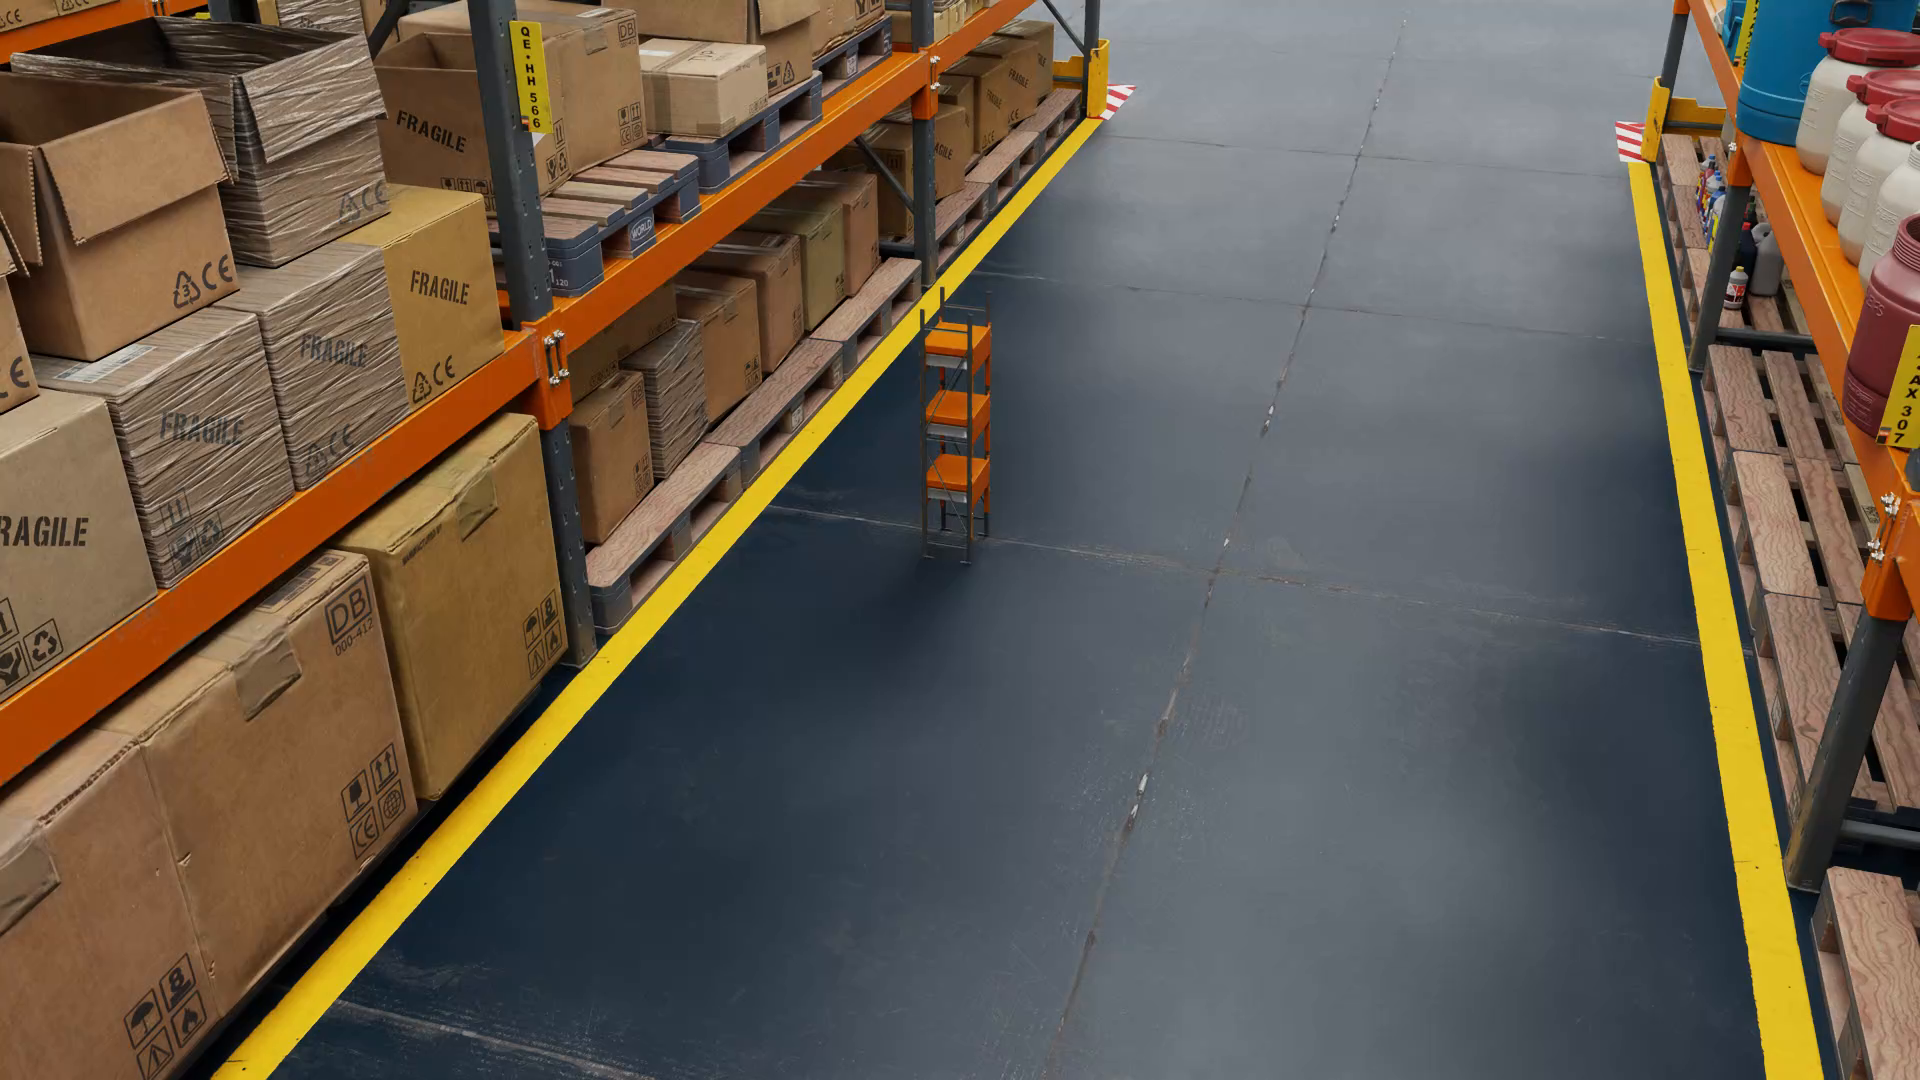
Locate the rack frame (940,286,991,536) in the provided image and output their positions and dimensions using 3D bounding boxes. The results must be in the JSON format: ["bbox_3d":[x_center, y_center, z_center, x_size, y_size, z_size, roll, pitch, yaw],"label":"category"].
[{"bbox_3d":[0.020,-0.491,6.552,0.200,1.050,0.008,8,30,15],"label":"rack frame"}]

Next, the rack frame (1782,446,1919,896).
[{"bbox_3d":[2.931,-0.237,4.090,1.000,3.000,0.127,8,30,15],"label":"rack frame"}]

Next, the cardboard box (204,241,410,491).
[{"bbox_3d":[-1.864,-0.492,4.445,0.500,0.500,0.500,8,30,14],"label":"cardboard box"}]

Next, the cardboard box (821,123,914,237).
[{"bbox_3d":[-0.474,-2.074,9.532,0.500,0.500,0.500,8,30,13],"label":"cardboard box"}]

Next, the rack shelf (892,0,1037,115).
[{"bbox_3d":[-0.043,-3.417,10.548,1.077,0.370,4.000,8,30,15],"label":"rack shelf"}]

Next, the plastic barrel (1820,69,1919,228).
[{"bbox_3d":[3.399,-1.401,6.043,0.433,0.535,0.433,0,29,0],"label":"plastic barrel"}]

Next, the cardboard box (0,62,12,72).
[{"bbox_3d":[-5.438,-2.456,9.962,1.050,0.750,0.750,8,30,15],"label":"cardboard box"}]

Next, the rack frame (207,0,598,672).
[{"bbox_3d":[-1.804,-0.944,5.361,1.000,3.000,0.127,8,30,15],"label":"rack frame"}]

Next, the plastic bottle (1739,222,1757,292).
[{"bbox_3d":[4.018,-1.471,8.581,0.144,0.351,0.185,8,30,14],"label":"plastic bottle"}]

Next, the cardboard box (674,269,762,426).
[{"bbox_3d":[-1.316,-0.882,7.368,0.700,0.500,0.500,11,31,19],"label":"cardboard box"}]

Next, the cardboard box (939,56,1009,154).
[{"bbox_3d":[0.000,-2.894,11.006,0.500,0.500,0.500,11,31,20],"label":"cardboard box"}]

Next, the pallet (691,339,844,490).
[{"bbox_3d":[-1.213,-0.653,7.707,1.003,0.211,1.213,8,30,15],"label":"pallet"}]

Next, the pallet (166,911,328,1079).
[{"bbox_3d":[-2.468,1.196,4.383,1.003,0.211,1.213,8,30,15],"label":"pallet"}]

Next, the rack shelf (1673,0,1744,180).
[{"bbox_3d":[4.692,-2.711,9.277,1.077,0.370,4.000,8,30,15],"label":"rack shelf"}]

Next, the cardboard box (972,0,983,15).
[{"bbox_3d":[-0.082,-3.102,9.498,0.380,0.149,0.250,8,30,15],"label":"cardboard box"}]

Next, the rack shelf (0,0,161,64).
[{"bbox_3d":[-5.929,-2.313,8.563,1.077,0.370,4.000,8,30,15],"label":"rack shelf"}]

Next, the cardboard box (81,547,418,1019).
[{"bbox_3d":[-2.296,0.532,4.461,1.225,0.875,0.875,9,30,15],"label":"cardboard box"}]

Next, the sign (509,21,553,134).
[{"bbox_3d":[-1.273,-1.372,4.939,0.100,0.325,0.005,8,30,15],"label":"sign"}]

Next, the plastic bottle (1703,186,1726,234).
[{"bbox_3d":[4.259,-1.856,9.356,0.097,0.271,0.097,0,29,0],"label":"plastic bottle"}]

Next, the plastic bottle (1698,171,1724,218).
[{"bbox_3d":[4.348,-1.997,9.609,0.097,0.271,0.097,0,29,0],"label":"plastic bottle"}]

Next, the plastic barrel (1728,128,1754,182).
[{"bbox_3d":[5.012,-2.501,10.288,0.421,0.512,0.421,0,29,0],"label":"plastic barrel"}]

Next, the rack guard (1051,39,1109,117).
[{"bbox_3d":[0.522,-3.534,12.588,1.175,0.500,0.348,8,30,15],"label":"rack guard"}]

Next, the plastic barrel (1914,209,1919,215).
[{"bbox_3d":[3.028,-0.794,4.977,0.421,0.512,0.421,0,29,0],"label":"plastic barrel"}]

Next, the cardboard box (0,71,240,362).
[{"bbox_3d":[-2.228,-0.786,3.942,0.797,0.503,0.637,9,30,16],"label":"cardboard box"}]

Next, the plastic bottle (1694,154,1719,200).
[{"bbox_3d":[4.449,-2.156,9.895,0.097,0.271,0.097,0,29,0],"label":"plastic bottle"}]

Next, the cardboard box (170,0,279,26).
[{"bbox_3d":[-5.090,-3.094,10.981,0.875,0.875,0.875,9,30,16],"label":"cardboard box"}]

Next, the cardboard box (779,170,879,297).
[{"bbox_3d":[-0.831,-1.620,8.695,0.700,0.500,0.500,6,30,11],"label":"cardboard box"}]

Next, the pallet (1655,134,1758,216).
[{"bbox_3d":[5.058,-2.317,10.698,1.003,0.211,1.213,8,30,15],"label":"pallet"}]

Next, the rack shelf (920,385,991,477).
[{"bbox_3d":[-0.016,-0.425,6.455,0.215,0.259,0.240,8,30,15],"label":"rack shelf"}]

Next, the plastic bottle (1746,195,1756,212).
[{"bbox_3d":[4.323,-1.741,9.135,0.061,0.283,0.133,8,30,15],"label":"plastic bottle"}]

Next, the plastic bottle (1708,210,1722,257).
[{"bbox_3d":[4.169,-1.710,9.011,0.144,0.351,0.185,8,30,15],"label":"plastic bottle"}]

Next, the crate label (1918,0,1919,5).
[{"bbox_3d":[4.997,-3.076,9.158,0.502,0.435,0.616,8,30,15],"label":"crate label"}]

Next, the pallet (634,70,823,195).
[{"bbox_3d":[-1.262,-1.785,7.071,1.003,0.211,1.213,8,30,15],"label":"pallet"}]

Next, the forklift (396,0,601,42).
[{"bbox_3d":[-2.356,-2.437,8.115,1.130,2.935,3.031,6,30,11],"label":"forklift"}]

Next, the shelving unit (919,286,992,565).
[{"bbox_3d":[-0.016,-0.434,6.450,0.215,1.050,0.252,8,30,15],"label":"shelving unit"}]

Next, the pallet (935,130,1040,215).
[{"bbox_3d":[-0.110,-2.470,10.973,1.003,0.211,1.213,8,30,15],"label":"pallet"}]

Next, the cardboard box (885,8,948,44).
[{"bbox_3d":[-0.279,-2.750,8.866,0.380,0.149,0.250,8,30,15],"label":"cardboard box"}]

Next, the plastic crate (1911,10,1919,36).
[{"bbox_3d":[4.380,-2.294,7.851,0.767,0.338,0.504,8,30,15],"label":"plastic crate"}]

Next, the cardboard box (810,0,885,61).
[{"bbox_3d":[-0.997,-2.899,7.826,1.000,1.000,1.000,9,30,15],"label":"cardboard box"}]

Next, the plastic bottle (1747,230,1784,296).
[{"bbox_3d":[4.156,-1.450,8.544,0.144,0.351,0.185,8,30,15],"label":"plastic bottle"}]

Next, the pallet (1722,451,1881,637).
[{"bbox_3d":[3.555,0.062,6.421,1.003,0.211,1.213,8,30,15],"label":"pallet"}]

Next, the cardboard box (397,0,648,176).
[{"bbox_3d":[-1.616,-1.701,6.188,0.700,0.500,0.500,13,32,22],"label":"cardboard box"}]
